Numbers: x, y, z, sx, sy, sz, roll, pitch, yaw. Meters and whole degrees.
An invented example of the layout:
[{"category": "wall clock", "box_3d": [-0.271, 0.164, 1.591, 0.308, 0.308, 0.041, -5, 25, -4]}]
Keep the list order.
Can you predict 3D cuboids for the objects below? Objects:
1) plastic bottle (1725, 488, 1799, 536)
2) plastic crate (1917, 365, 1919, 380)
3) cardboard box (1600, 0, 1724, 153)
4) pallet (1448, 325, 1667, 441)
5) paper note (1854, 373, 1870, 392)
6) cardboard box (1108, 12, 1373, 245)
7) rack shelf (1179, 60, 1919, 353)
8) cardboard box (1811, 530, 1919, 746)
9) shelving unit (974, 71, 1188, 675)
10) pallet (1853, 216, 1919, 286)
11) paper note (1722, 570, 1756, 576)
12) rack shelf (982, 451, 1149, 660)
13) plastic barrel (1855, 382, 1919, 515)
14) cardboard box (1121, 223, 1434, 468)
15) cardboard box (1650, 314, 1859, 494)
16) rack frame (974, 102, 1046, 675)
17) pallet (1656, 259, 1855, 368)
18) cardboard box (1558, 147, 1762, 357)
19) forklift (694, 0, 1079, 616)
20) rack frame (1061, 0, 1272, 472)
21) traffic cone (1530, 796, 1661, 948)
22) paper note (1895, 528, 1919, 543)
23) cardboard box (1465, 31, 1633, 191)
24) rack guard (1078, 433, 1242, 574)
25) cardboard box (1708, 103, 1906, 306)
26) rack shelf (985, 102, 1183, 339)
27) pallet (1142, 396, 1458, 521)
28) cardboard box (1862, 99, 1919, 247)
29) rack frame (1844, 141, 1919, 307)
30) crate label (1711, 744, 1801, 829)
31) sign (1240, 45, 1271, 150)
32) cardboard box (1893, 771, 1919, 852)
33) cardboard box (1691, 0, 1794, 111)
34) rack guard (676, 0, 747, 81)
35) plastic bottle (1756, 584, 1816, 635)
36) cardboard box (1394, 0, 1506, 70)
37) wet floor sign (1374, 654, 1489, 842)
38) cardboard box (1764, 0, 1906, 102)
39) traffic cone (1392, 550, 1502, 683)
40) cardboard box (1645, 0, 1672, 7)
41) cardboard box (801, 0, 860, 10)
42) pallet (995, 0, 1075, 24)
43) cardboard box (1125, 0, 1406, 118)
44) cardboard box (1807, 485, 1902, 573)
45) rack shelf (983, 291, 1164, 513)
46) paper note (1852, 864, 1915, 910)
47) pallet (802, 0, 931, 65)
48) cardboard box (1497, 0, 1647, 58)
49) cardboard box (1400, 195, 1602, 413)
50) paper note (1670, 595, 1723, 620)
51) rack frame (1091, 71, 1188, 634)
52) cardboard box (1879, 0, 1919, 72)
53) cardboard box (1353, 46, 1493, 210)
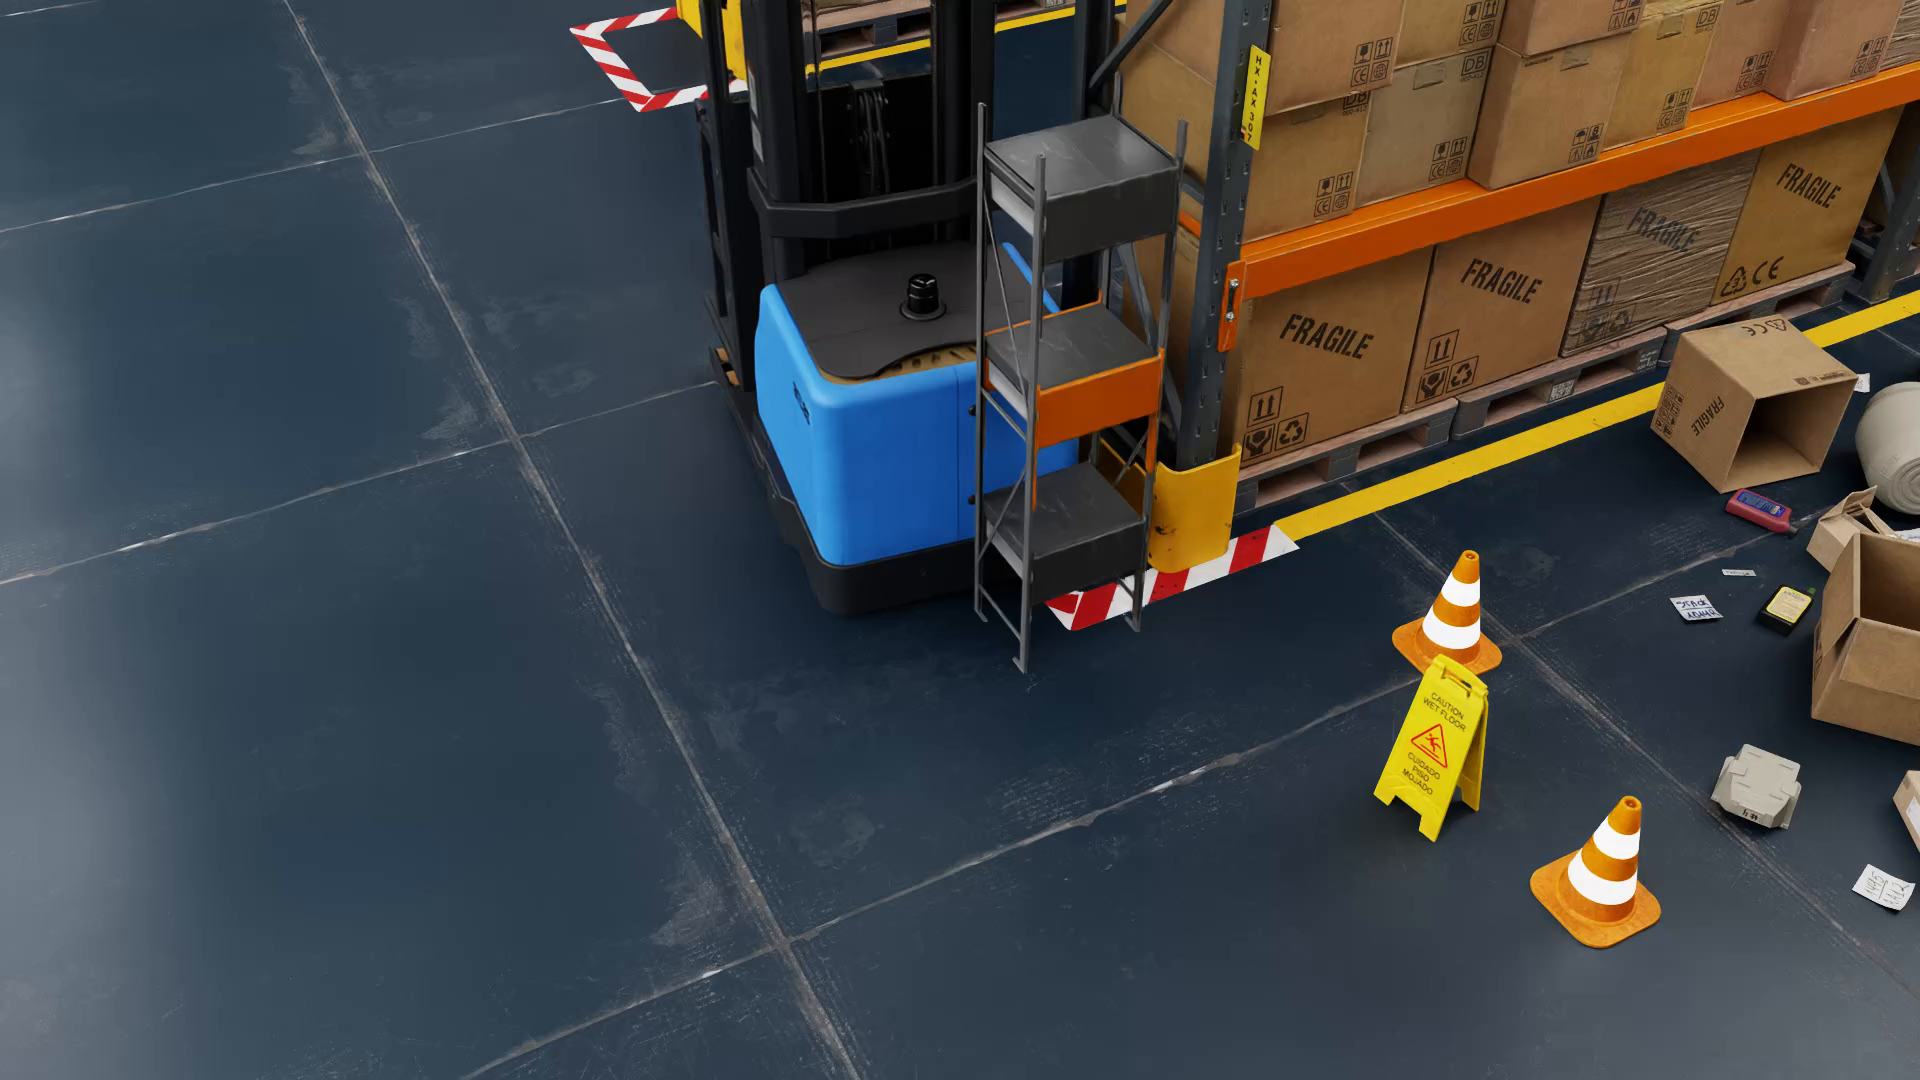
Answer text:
[{"category": "plastic bottle", "box_3d": [3.313, -0.110, 6.832, 0.283, 0.061, 0.133, 31, 49, 31]}, {"category": "plastic crate", "box_3d": [4.704, -0.730, 7.423, 0.662, 0.188, 0.450, 2, 30, 2]}, {"category": "cardboard box", "box_3d": [2.497, -2.038, 6.720, 0.500, 0.550, 0.875, -19, 44, -21]}, {"category": "pallet", "box_3d": [2.459, -0.971, 7.734, 1.213, 0.211, 1.003, -19, 44, -21]}, {"category": "paper note", "box_3d": [4.075, -0.732, 7.590, 0.147, 0.020, 0.142, 15, 42, 17]}, {"category": "cardboard box", "box_3d": [1.013, -1.584, 6.184, 0.550, 0.550, 0.875, -19, 44, -21]}, {"category": "rack shelf", "box_3d": [2.479, -1.713, 7.008, 4.000, 0.370, 1.077, -19, 44, -21]}, {"category": "cardboard box", "box_3d": [3.470, 0.394, 5.895, 0.797, 0.503, 0.637, 15, 42, 17]}, {"category": "shelving unit", "box_3d": [0.369, -0.490, 5.703, 0.503, 2.100, 0.431, -18, 44, -20]}, {"category": "pallet", "box_3d": [4.902, -1.793, 8.705, 1.213, 0.211, 1.003, -19, 44, -21]}, {"category": "paper note", "box_3d": [3.086, 0.130, 6.589, 0.123, 0.001, 0.032, 2, 40, 2]}, {"category": "rack shelf", "box_3d": [0.369, 0.055, 6.165, 0.480, 0.518, 0.431, -18, 44, -20]}, {"category": "plastic barrel", "box_3d": [3.955, -0.383, 6.875, 0.421, 0.421, 0.512, 8, 41, 10]}, {"category": "cardboard box", "box_3d": [1.276, -0.980, 6.905, 0.875, 0.875, 0.875, -18, 44, -20]}, {"category": "cardboard box", "box_3d": [3.350, -0.580, 7.046, 0.500, 0.500, 0.500, -12, 42, -13]}, {"category": "rack frame", "box_3d": [0.152, -0.418, 5.619, 0.015, 2.100, 0.400, -18, 44, -20]}, {"category": "pallet", "box_3d": [3.542, -1.338, 8.167, 1.213, 0.211, 1.003, -19, 44, -21]}, {"category": "cardboard box", "box_3d": [2.865, -1.515, 7.537, 0.875, 0.875, 0.875, -18, 44, -20]}, {"category": "forklift", "box_3d": [-0.500, -1.793, 6.599, 1.130, 2.935, 3.031, -13, 42, -15]}, {"category": "rack frame", "box_3d": [0.705, -1.390, 6.071, 0.127, 3.000, 1.000, -19, 44, -21]}, {"category": "traffic cone", "box_3d": [2.052, 0.982, 5.232, 0.334, 0.463, 0.336, -19, 44, -21]}, {"category": "paper note", "box_3d": [3.894, 0.006, 6.725, 0.155, 0.023, 0.172, -5, 40, -6]}, {"category": "cardboard box", "box_3d": [2.046, -1.856, 6.505, 0.550, 0.550, 0.875, -19, 44, -21]}, {"category": "rack guard", "box_3d": [0.684, -0.429, 6.870, 0.348, 0.500, 1.175, -19, 44, -21]}, {"category": "cardboard box", "box_3d": [3.663, -1.786, 7.858, 0.875, 0.875, 0.875, -18, 43, -20]}, {"category": "rack shelf", "box_3d": [0.369, -1.014, 5.260, 0.480, 0.518, 0.431, -18, 44, -20]}, {"category": "pallet", "box_3d": [1.378, -0.609, 7.307, 1.213, 0.211, 1.003, -19, 44, -21]}, {"category": "cardboard box", "box_3d": [4.762, -2.123, 8.352, 0.750, 0.750, 1.050, -19, 44, -21]}, {"category": "rack frame", "box_3d": [4.253, -2.584, 7.481, 0.127, 3.000, 1.000, -19, 44, -21]}, {"category": "crate label", "box_3d": [2.721, 0.836, 5.656, 0.250, 0.136, 0.298, 22, 45, 24]}, {"category": "sign", "box_3d": [0.956, -1.431, 5.388, 0.005, 0.325, 0.100, -19, 44, -21]}, {"category": "cardboard box", "box_3d": [3.310, 0.956, 5.506, 0.250, 0.149, 0.380, 2, 40, 2]}, {"category": "cardboard box", "box_3d": [2.920, -2.254, 6.975, 0.550, 0.550, 0.875, -19, 44, -21]}, {"category": "rack guard", "box_3d": [-1.429, -3.331, 10.299, 0.348, 0.500, 1.175, -19, 44, -21]}, {"category": "plastic bottle", "box_3d": [3.192, 0.251, 6.407, 0.133, 0.061, 0.283, 31, 49, 31]}, {"category": "cardboard box", "box_3d": [1.497, -2.165, 6.034, 0.550, 0.550, 0.875, -19, 44, -21]}, {"category": "wet floor sign", "box_3d": [1.594, 0.652, 5.481, 0.232, 0.644, 0.267, -26, 47, -28]}, {"category": "cardboard box", "box_3d": [3.454, -2.347, 7.085, 0.550, 0.550, 0.875, -19, 44, -21]}, {"category": "traffic cone", "box_3d": [1.832, 0.233, 6.116, 0.334, 0.463, 0.336, -19, 44, -21]}, {"category": "cardboard box", "box_3d": [2.467, -2.487, 6.415, 0.500, 0.550, 0.875, -19, 44, -21]}, {"category": "cardboard box", "box_3d": [-0.935, -3.646, 10.345, 0.500, 0.500, 0.500, -11, 41, -13]}, {"category": "pallet", "box_3d": [0.388, -3.805, 11.081, 1.213, 0.211, 1.003, -19, 44, -21]}, {"category": "cardboard box", "box_3d": [1.052, -1.948, 5.778, 0.550, 0.550, 0.875, -19, 44, -21]}, {"category": "cardboard box", "box_3d": [3.579, 0.028, 6.512, 0.258, 0.266, 0.396, -12, 42, -13]}, {"category": "rack shelf", "box_3d": [0.369, -0.479, 5.712, 0.480, 0.518, 0.431, -18, 44, -20]}, {"category": "paper note", "box_3d": [3.000, 1.126, 5.396, 0.148, 0.019, 0.142, 31, 49, 31]}, {"category": "pallet", "box_3d": [-0.692, -3.443, 10.654, 1.213, 0.211, 1.003, -19, 44, -21]}, {"category": "cardboard box", "box_3d": [2.057, -2.255, 6.140, 0.550, 0.550, 0.875, -19, 44, -21]}, {"category": "cardboard box", "box_3d": [2.055, -1.244, 7.217, 0.875, 0.875, 0.875, -19, 44, -21]}, {"category": "paper note", "box_3d": [2.843, 0.261, 6.419, 0.142, 0.017, 0.144, -5, 40, -6]}, {"category": "rack frame", "box_3d": [0.587, -0.561, 5.788, 0.015, 2.100, 0.400, -18, 44, -20]}, {"category": "cardboard box", "box_3d": [3.931, -2.524, 7.294, 0.550, 0.550, 0.875, -19, 44, -21]}, {"category": "cardboard box", "box_3d": [1.491, -1.761, 6.393, 0.550, 0.550, 0.875, -19, 44, -21]}]
